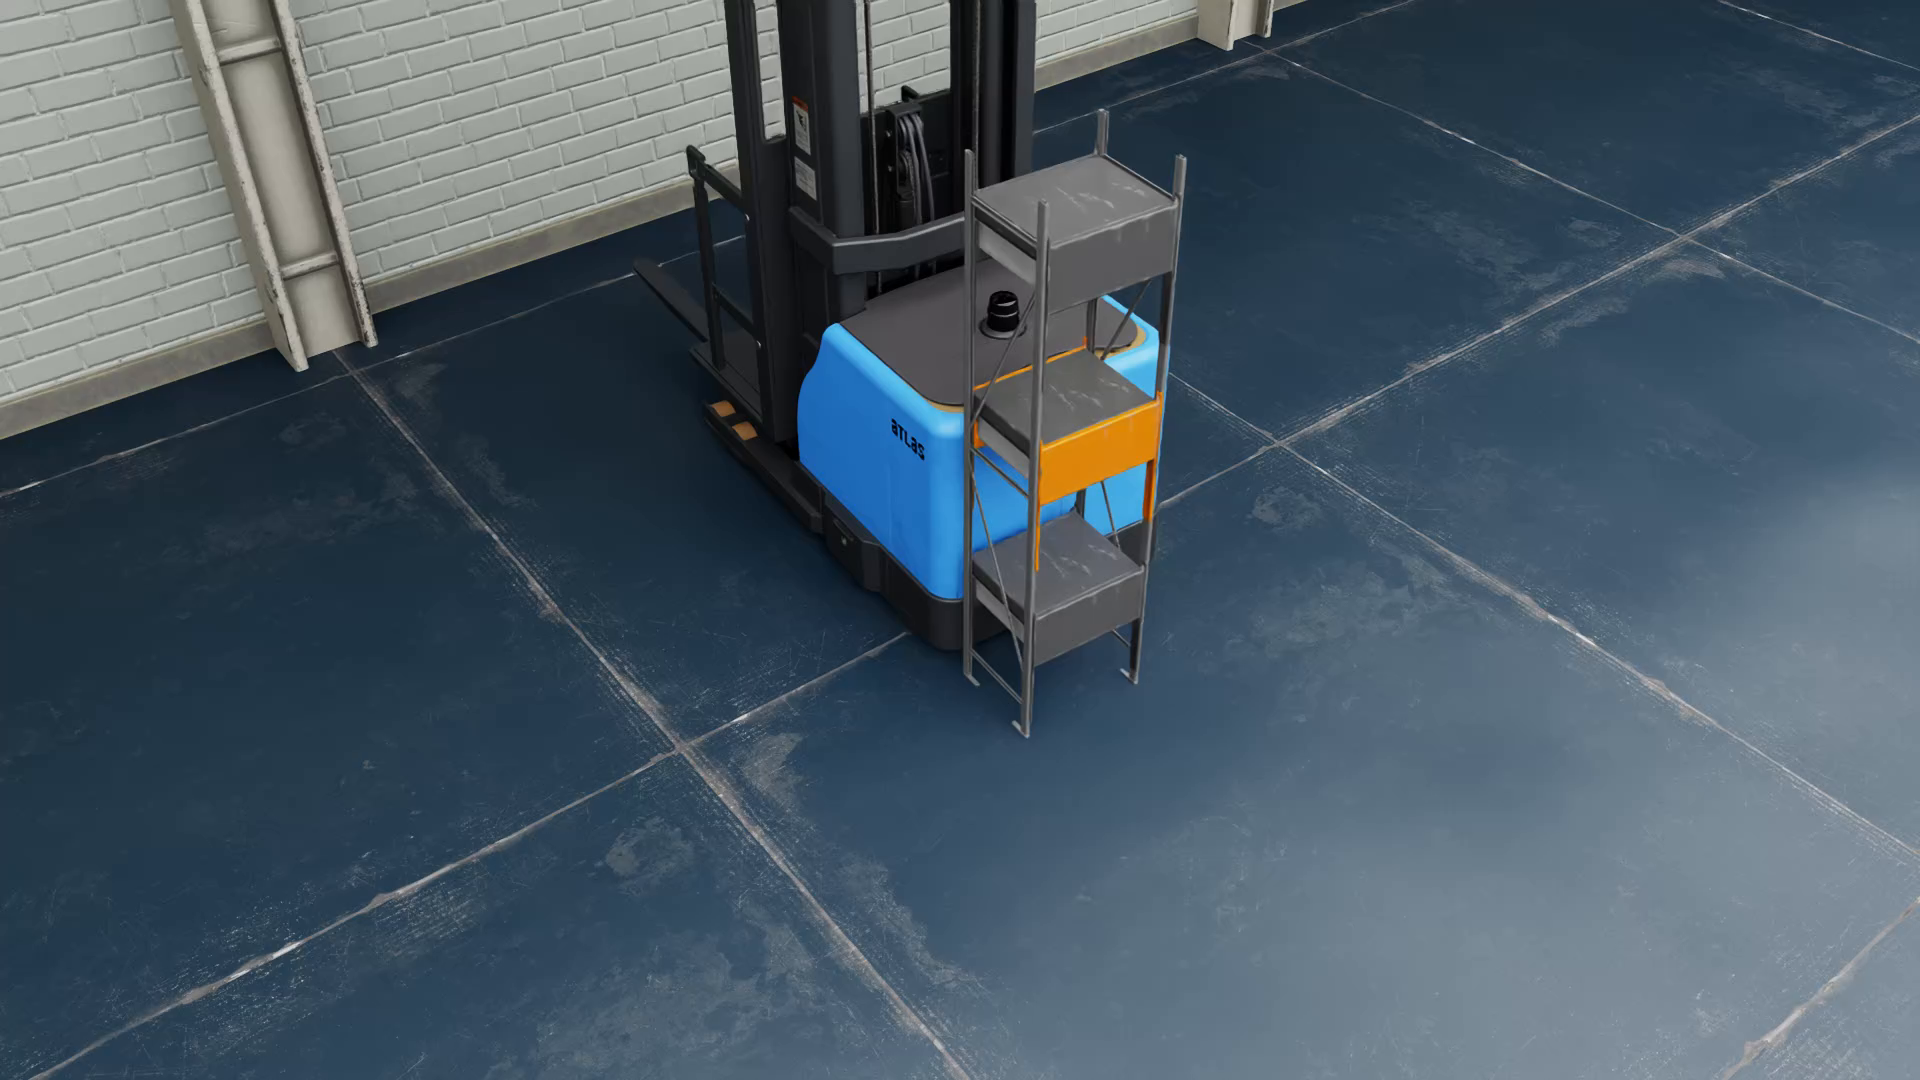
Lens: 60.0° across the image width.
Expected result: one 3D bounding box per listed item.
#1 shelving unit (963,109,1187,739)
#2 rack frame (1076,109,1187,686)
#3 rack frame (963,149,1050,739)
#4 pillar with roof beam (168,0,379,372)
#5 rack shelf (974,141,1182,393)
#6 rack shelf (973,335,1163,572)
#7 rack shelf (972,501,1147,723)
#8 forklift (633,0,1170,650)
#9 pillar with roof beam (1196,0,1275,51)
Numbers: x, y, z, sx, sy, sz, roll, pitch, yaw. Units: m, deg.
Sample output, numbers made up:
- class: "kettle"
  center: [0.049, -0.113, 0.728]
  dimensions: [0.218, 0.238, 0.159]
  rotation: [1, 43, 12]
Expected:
- class: "shelving unit"
  center: [0.332, -0.300, 5.460]
  dimensions: [0.503, 2.100, 0.431]
  rotation: [-23, 45, -25]
- class: "rack frame"
  center: [0.535, -0.386, 5.565]
  dimensions: [0.015, 2.100, 0.400]
  rotation: [-23, 45, -25]
- class: "rack frame"
  center: [0.129, -0.214, 5.355]
  dimensions: [0.015, 2.100, 0.400]
  rotation: [-23, 45, -25]
- class: "pillar with roof beam"
  center: [-0.381, -2.245, 2.391]
  dimensions: [0.400, 9.000, 9.100]
  rotation: [-26, 46, -28]
- class: "rack shelf"
  center: [0.332, -0.830, 5.025]
  dimensions: [0.480, 0.518, 0.431]
  rotation: [-23, 45, -25]
- class: "rack shelf"
  center: [0.332, -0.289, 5.469]
  dimensions: [0.480, 0.518, 0.431]
  rotation: [-23, 45, -25]
- class: "rack shelf"
  center: [0.332, 0.252, 5.913]
  dimensions: [0.480, 0.518, 0.431]
  rotation: [-23, 45, -25]
- class: "forklift"
  center: [-0.466, -1.626, 6.421]
  dimensions: [1.130, 2.935, 3.031]
  rotation: [-23, 45, -25]
- class: "pillar with roof beam"
  center: [4.376, -4.564, 5.218]
  dimensions: [0.400, 9.000, 9.100]
  rotation: [-26, 46, -28]
